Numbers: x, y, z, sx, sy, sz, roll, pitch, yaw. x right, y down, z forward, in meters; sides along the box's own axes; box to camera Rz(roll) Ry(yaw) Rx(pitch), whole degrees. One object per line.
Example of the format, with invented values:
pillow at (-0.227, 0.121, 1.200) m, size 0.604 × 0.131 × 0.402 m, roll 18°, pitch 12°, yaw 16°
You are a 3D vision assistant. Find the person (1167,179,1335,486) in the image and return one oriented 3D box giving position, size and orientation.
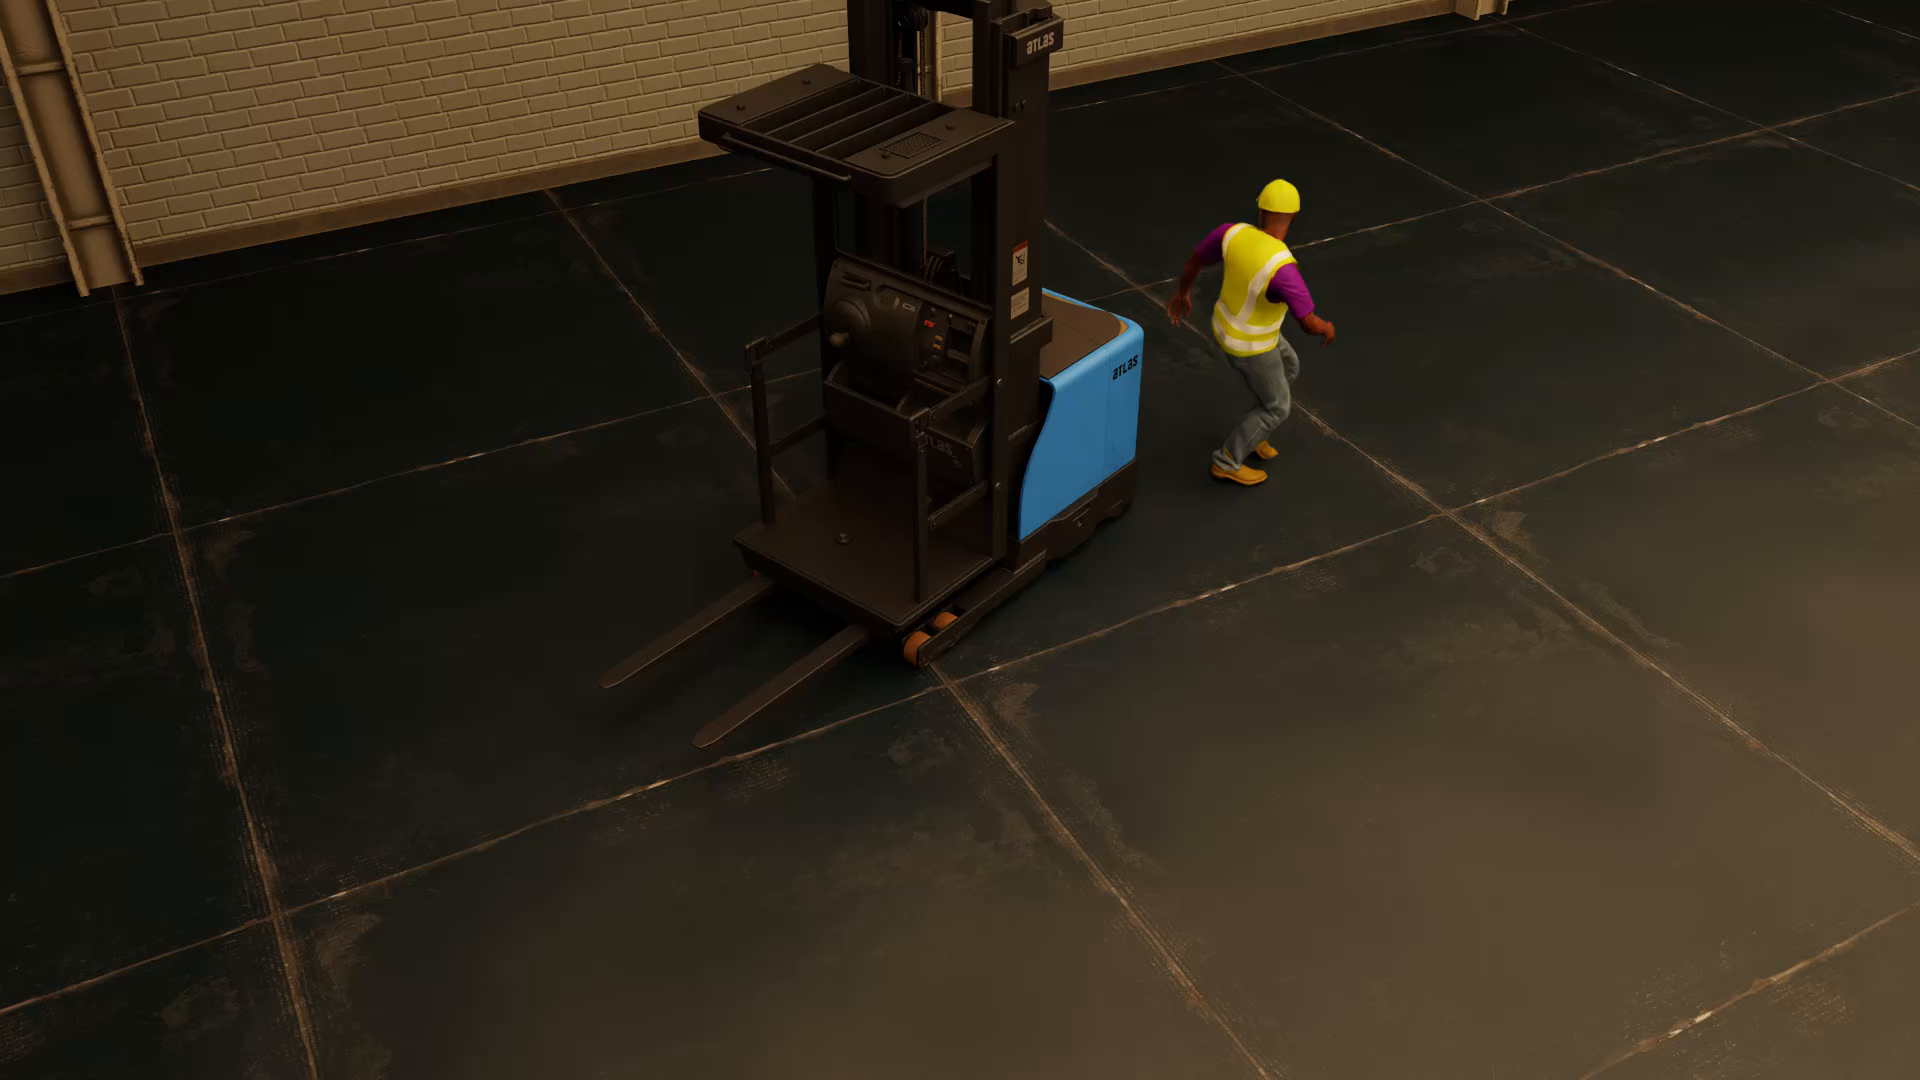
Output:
person at (1.549, -1.063, 8.736) m, size 0.789 × 1.741 × 0.708 m, roll -6°, pitch 36°, yaw -8°

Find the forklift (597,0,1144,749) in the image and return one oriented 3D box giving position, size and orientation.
forklift at (-0.390, -0.927, 7.434) m, size 1.130 × 2.935 × 3.031 m, roll 26°, pitch 43°, yaw 31°
